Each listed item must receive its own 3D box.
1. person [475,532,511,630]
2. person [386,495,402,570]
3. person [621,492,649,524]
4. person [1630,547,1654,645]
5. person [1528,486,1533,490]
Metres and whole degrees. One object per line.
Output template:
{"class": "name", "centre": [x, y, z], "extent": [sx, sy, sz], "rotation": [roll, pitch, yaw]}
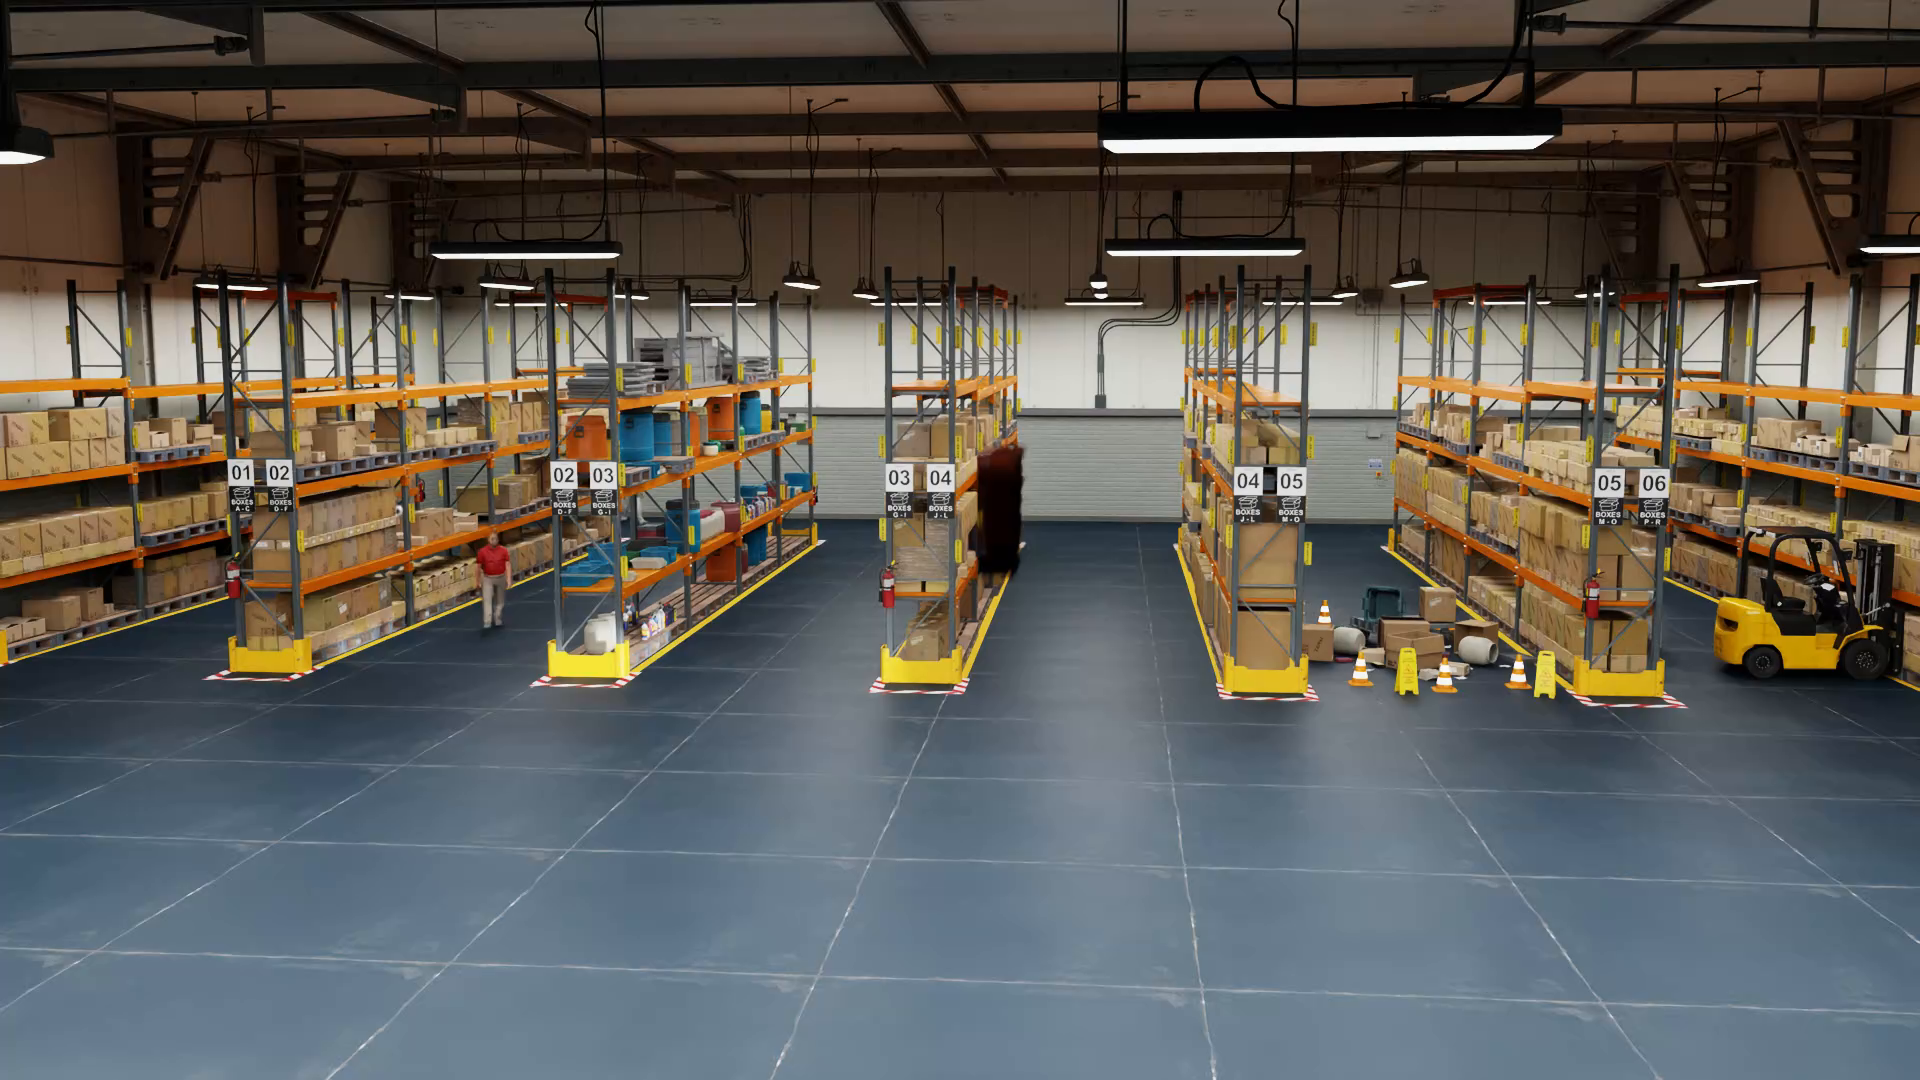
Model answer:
{"class": "person", "centre": [-7.968, 0.699, 28.443], "extent": [0.583, 1.667, 1.061], "rotation": [-3, 8, -24]}
{"class": "person", "centre": [-12.203, -0.195, 36.044], "extent": [0.451, 1.627, 0.863], "rotation": [0, 7, 2]}
{"class": "person", "centre": [-8.815, -1.297, 44.944], "extent": [1.116, 1.710, 0.550], "rotation": [3, 8, 24]}
{"class": "person", "centre": [11.287, 0.913, 27.361], "extent": [0.528, 1.573, 0.701], "rotation": [-1, 7, -5]}
{"class": "person", "centre": [12.901, -0.384, 37.763], "extent": [0.537, 1.671, 0.388], "rotation": [-6, 9, -41]}
